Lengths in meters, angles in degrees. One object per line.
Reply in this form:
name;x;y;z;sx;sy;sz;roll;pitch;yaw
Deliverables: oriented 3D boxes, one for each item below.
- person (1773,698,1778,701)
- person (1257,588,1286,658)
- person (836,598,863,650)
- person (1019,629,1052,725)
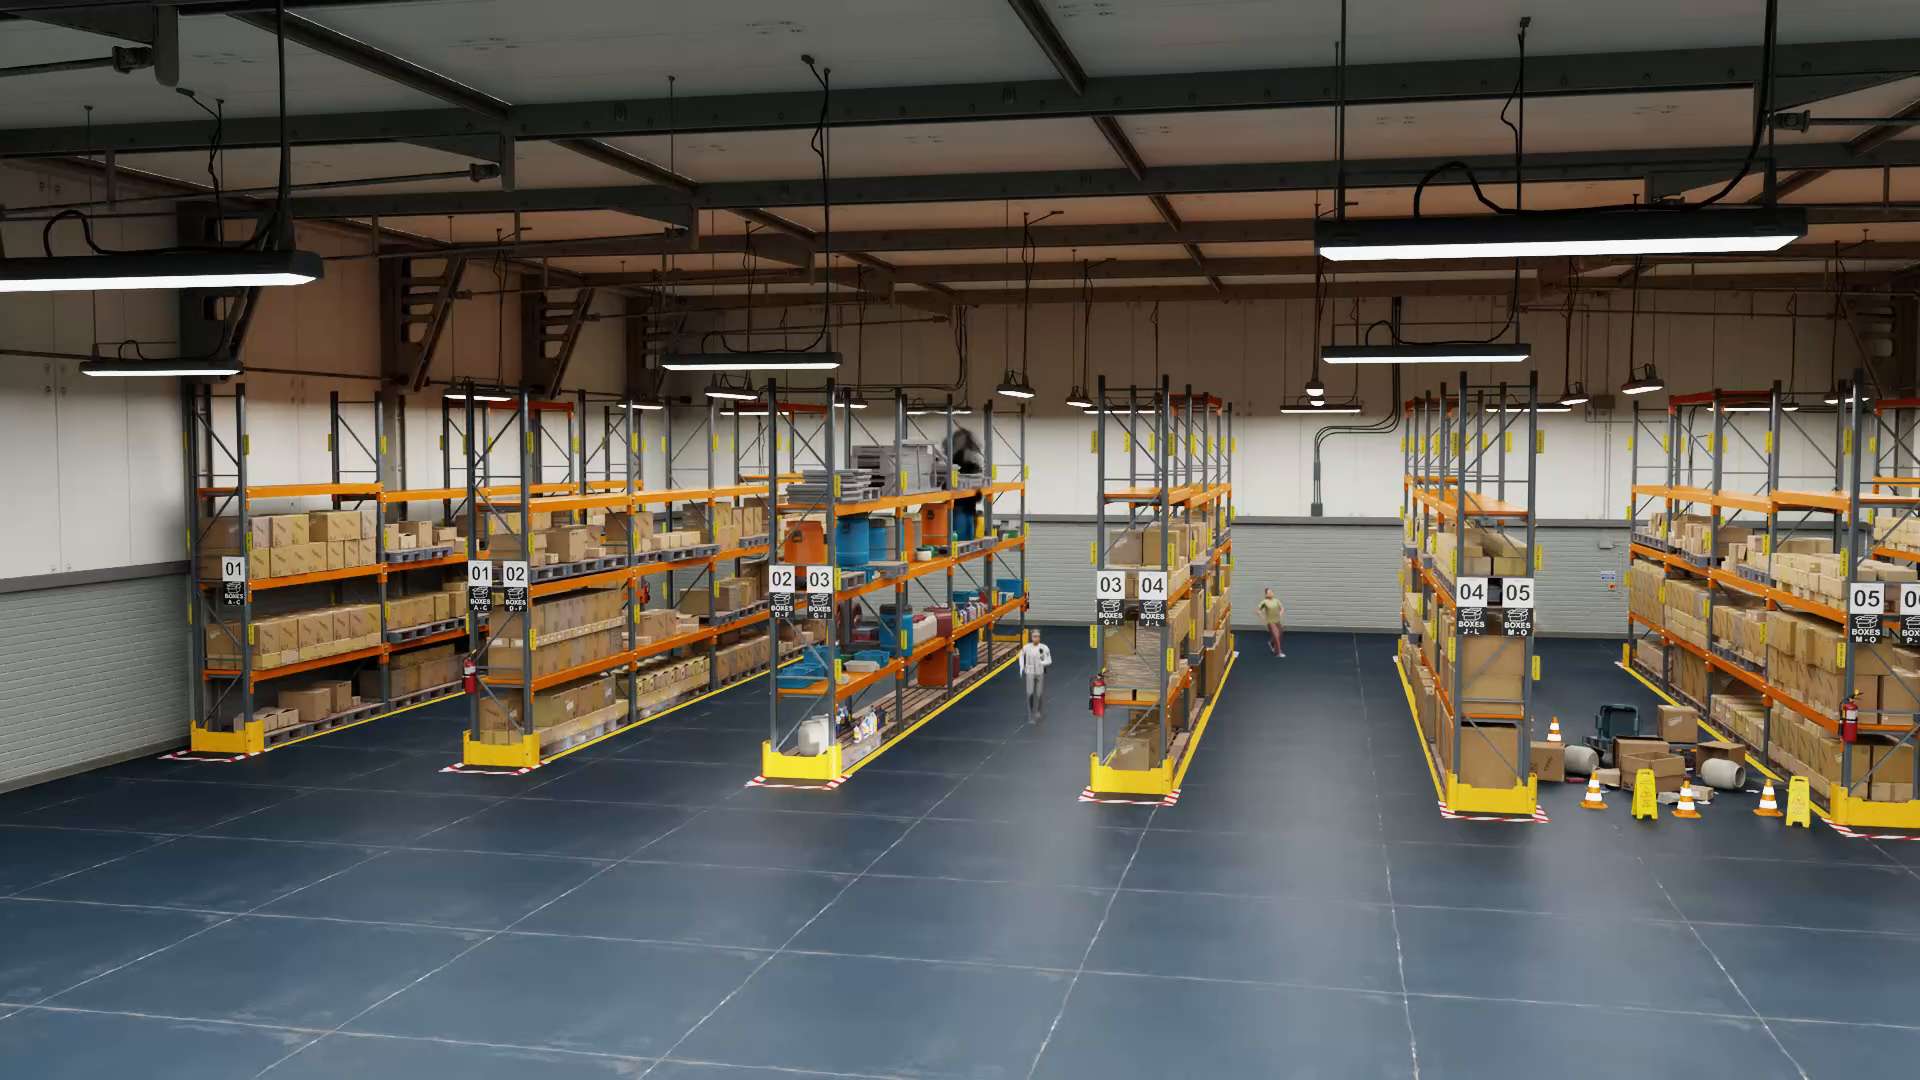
person;15.910;2.332;32.218;0.575;1.651;0.590;0;3;7
person;7.370;1.949;39.299;0.636;1.629;0.810;-1;3;-14
person;-2.520;1.996;37.183;0.680;1.746;0.691;0;3;-3
person;1.356;2.453;29.906;0.573;1.739;0.811;0;3;1
